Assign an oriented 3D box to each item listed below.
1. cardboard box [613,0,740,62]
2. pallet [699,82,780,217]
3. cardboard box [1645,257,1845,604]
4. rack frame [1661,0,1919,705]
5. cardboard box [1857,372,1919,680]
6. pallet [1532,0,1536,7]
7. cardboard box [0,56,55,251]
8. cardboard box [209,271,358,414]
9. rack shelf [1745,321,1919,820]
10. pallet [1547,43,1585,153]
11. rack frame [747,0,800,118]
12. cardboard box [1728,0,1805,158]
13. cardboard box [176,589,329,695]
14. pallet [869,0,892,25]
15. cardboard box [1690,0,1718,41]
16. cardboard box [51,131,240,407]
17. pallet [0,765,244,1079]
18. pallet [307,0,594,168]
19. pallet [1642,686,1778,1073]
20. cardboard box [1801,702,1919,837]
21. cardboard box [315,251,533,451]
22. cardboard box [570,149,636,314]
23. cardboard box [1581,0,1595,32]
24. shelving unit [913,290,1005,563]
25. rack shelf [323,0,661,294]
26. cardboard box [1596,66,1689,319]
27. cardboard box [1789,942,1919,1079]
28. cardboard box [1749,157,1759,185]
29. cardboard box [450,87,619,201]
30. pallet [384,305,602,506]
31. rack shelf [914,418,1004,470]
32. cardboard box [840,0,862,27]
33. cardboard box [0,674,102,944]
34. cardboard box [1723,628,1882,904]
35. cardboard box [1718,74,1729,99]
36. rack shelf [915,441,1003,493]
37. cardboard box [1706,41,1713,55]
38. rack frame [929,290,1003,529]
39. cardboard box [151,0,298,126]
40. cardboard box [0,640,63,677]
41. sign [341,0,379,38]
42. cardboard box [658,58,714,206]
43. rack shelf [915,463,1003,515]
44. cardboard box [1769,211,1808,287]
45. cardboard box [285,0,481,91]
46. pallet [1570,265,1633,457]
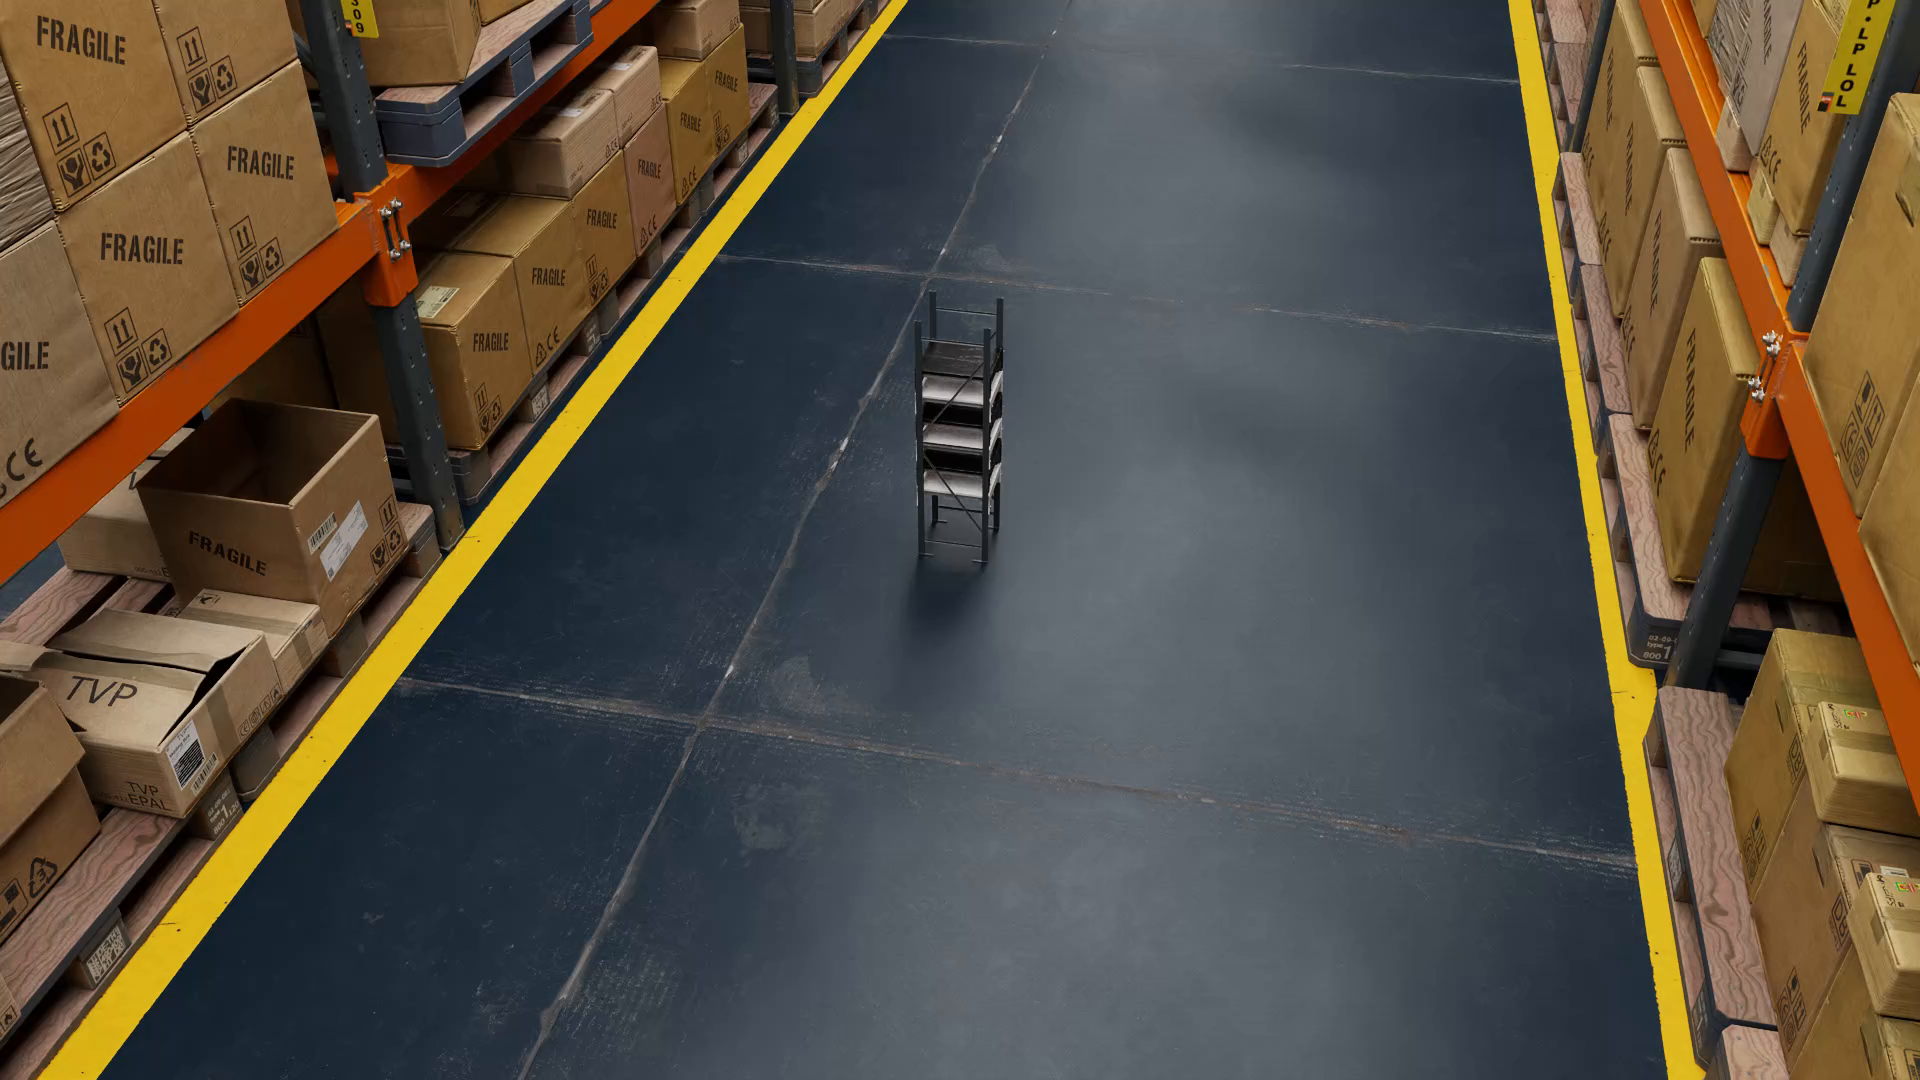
[{"bbox_3d":[-1.343,-2.431,7.664,0.500,0.250,0.500,9,37,12],"label":"cardboard box"},{"bbox_3d":[-1.561,-2.007,8.340,1.003,0.211,1.213,7,37,10],"label":"pallet"},{"bbox_3d":[2.633,-0.336,5.132,0.750,0.750,0.750,8,37,11],"label":"cardboard box"},{"bbox_3d":[2.621,-0.648,4.088,1.000,3.000,0.127,7,37,10],"label":"rack frame"},{"bbox_3d":[2.328,-0.042,2.997,0.980,0.700,0.700,6,36,9],"label":"cardboard box"},{"bbox_3d":[4.165,-3.659,10.618,1.003,0.211,1.213,7,37,10],"label":"pallet"},{"bbox_3d":[-2.289,-0.807,3.370,0.500,0.500,0.500,8,37,10],"label":"cardboard box"},{"bbox_3d":[-2.394,-0.751,5.986,0.500,0.500,0.500,7,37,10],"label":"cardboard box"},{"bbox_3d":[2.194,0.790,2.717,1.077,0.370,4.000,7,37,10],"label":"rack shelf"},{"bbox_3d":[3.644,-2.260,8.688,1.003,0.211,1.213,7,37,10],"label":"pallet"},{"bbox_3d":[-1.365,-3.560,8.105,1.000,3.000,0.127,7,37,10],"label":"rack frame"},{"bbox_3d":[2.573,-1.407,4.779,0.500,0.500,0.500,8,37,10],"label":"cardboard box"},{"bbox_3d":[-2.085,0.294,4.842,0.380,0.149,0.250,7,37,10],"label":"cardboard box"},{"bbox_3d":[-0.888,-3.595,10.530,1.003,0.211,1.213,7,37,10],"label":"pallet"},{"bbox_3d":[2.790,-1.981,5.571,0.500,0.500,0.500,8,37,11],"label":"cardboard box"},{"bbox_3d":[-2.184,-0.693,4.064,0.500,0.500,0.500,8,37,11],"label":"cardboard box"},{"bbox_3d":[-2.625,0.958,4.249,1.003,0.211,1.213,7,37,10],"label":"pallet"},{"bbox_3d":[-1.942,-1.633,5.611,1.003,0.211,1.213,7,37,10],"label":"pallet"},{"bbox_3d":[2.382,0.908,4.318,1.003,0.211,1.213,7,37,10],"label":"pallet"},{"bbox_3d":[2.110,0.521,3.694,0.380,0.149,0.250,8,37,12],"label":"cardboard box"},{"bbox_3d":[-1.878,-0.679,5.886,0.500,0.500,0.500,6,36,8],"label":"cardboard box"},{"bbox_3d":[-1.661,-1.272,6.704,0.500,0.500,0.500,8,37,11],"label":"cardboard box"},{"bbox_3d":[3.880,-3.095,9.220,0.700,0.500,0.500,7,37,10],"label":"cardboard box"},{"bbox_3d":[-0.002,-0.360,5.480,0.258,0.900,0.210,7,37,10],"label":"shelving unit"},{"bbox_3d":[-1.792,-2.122,6.735,1.077,0.370,4.000,7,37,10],"label":"rack shelf"},{"bbox_3d":[2.997,-1.334,6.509,0.750,0.750,0.750,7,37,10],"label":"cardboard box"},{"bbox_3d":[2.139,1.192,3.322,0.700,0.500,0.500,8,37,11],"label":"cardboard box"},{"bbox_3d":[2.547,-1.074,4.873,0.380,0.149,0.250,8,37,11],"label":"cardboard box"},{"bbox_3d":[-1.664,-1.556,6.457,0.500,0.250,0.500,7,37,10],"label":"cardboard box"},{"bbox_3d":[-2.082,-0.608,6.410,1.003,0.211,1.213,7,37,10],"label":"pallet"},{"bbox_3d":[-0.002,-0.333,5.499,0.258,0.077,0.200,7,37,10],"label":"rack shelf"},{"bbox_3d":[-0.859,-3.168,9.550,0.500,0.250,0.500,6,36,9],"label":"cardboard box"},{"bbox_3d":[-2.615,0.644,4.058,0.797,0.503,0.637,7,37,10],"label":"cardboard box"},{"bbox_3d":[2.361,0.610,4.124,0.700,0.500,0.500,8,37,11],"label":"cardboard box"},{"bbox_3d":[2.731,-1.506,5.469,0.380,0.149,0.250,6,36,9],"label":"cardboard box"},{"bbox_3d":[-0.002,-0.260,5.552,0.258,0.077,0.200,7,37,10],"label":"rack shelf"},{"bbox_3d":[2.862,-1.807,5.884,0.380,0.149,0.250,8,37,10],"label":"cardboard box"},{"bbox_3d":[0.020,-0.418,5.560,0.240,0.900,0.006,7,37,10],"label":"rack frame"},{"bbox_3d":[-2.074,-1.389,4.174,0.500,0.500,0.500,7,37,10],"label":"cardboard box"},{"bbox_3d":[-2.695,0.413,4.663,0.380,0.166,0.250,7,37,10],"label":"cardboard box"},{"bbox_3d":[-1.687,-1.553,4.600,0.100,0.325,0.005,7,37,10],"label":"sign"},{"bbox_3d":[-1.446,-1.863,7.520,0.500,0.500,0.500,6,36,8],"label":"cardboard box"},{"bbox_3d":[-0.002,-0.187,5.605,0.258,0.077,0.200,7,37,10],"label":"rack shelf"},{"bbox_3d":[2.417,-0.783,4.472,0.380,0.149,0.250,8,37,10],"label":"cardboard box"},{"bbox_3d":[-1.899,-1.721,5.125,0.700,0.500,0.500,-4,36,-6],"label":"cardboard box"},{"bbox_3d":[2.971,-0.672,6.497,1.003,0.211,1.213,7,37,10],"label":"pallet"}]
